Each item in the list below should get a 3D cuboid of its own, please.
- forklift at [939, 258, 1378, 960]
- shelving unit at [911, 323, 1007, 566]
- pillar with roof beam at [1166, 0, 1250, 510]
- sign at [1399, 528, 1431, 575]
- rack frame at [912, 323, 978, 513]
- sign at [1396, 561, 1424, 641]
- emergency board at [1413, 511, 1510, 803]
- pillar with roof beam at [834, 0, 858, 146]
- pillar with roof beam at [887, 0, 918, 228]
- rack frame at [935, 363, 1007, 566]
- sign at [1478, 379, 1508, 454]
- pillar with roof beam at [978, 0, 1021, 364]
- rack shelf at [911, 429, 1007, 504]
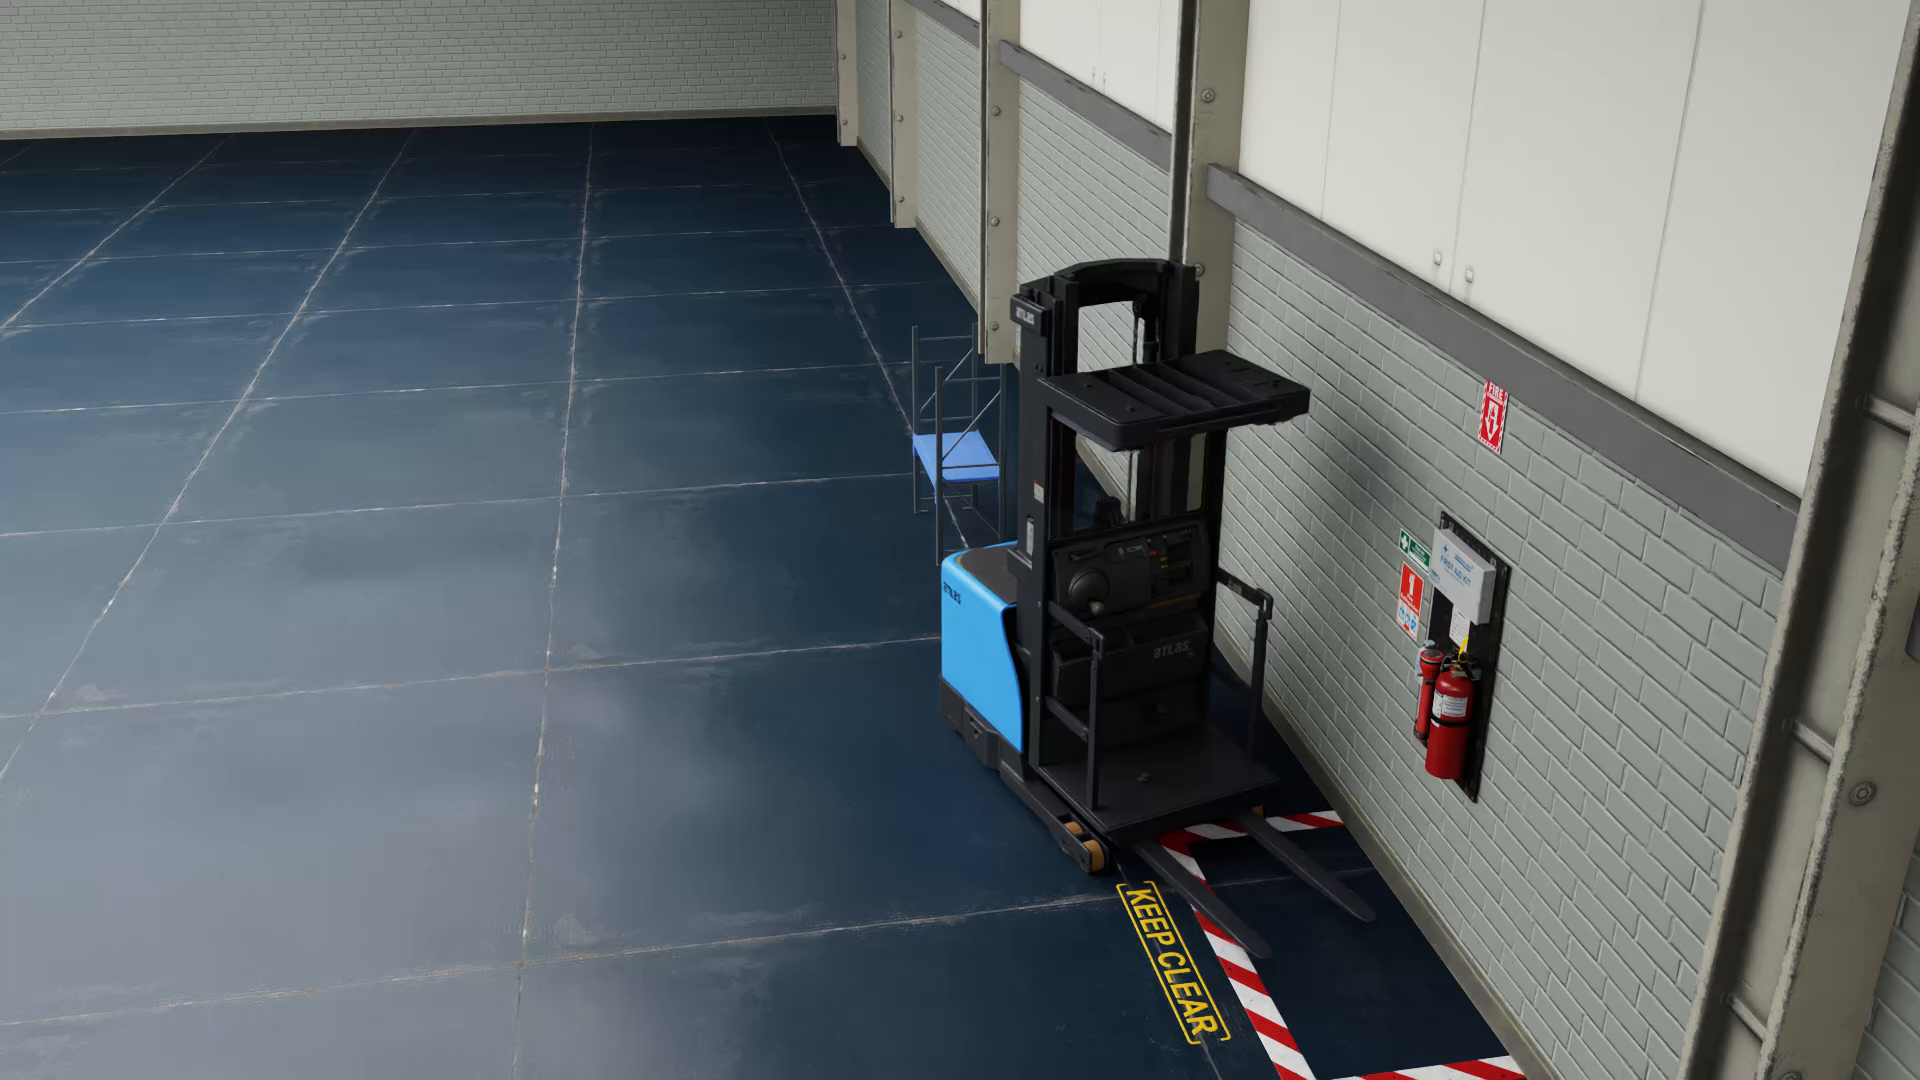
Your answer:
[{"bbox_3d":[0.991,0.168,8.446,1.130,2.935,3.031,-11,26,-24],"label":"forklift"},{"bbox_3d":[-0.016,-0.721,12.269,0.538,1.500,1.048,-4,24,-10],"label":"shelving unit"},{"bbox_3d":[-2.749,-3.280,8.759,9.100,9.000,0.400,-4,24,-10],"label":"pillar with roof beam"},{"bbox_3d":[2.163,0.054,7.915,0.001,0.109,0.331,-4,24,-10],"label":"sign"},{"bbox_3d":[-0.110,-0.921,12.727,0.500,1.500,0.032,-4,24,-10],"label":"rack frame"},{"bbox_3d":[2.171,0.294,8.026,0.001,0.329,0.234,-4,24,-10],"label":"sign"},{"bbox_3d":[2.172,0.536,7.518,0.194,1.169,0.643,-4,24,-10],"label":"emergency board"},{"bbox_3d":[-6.077,-10.360,24.970,9.100,9.000,0.400,-4,24,-10],"label":"pillar with roof beam"},{"bbox_3d":[-4.968,-8.000,19.567,9.100,9.000,0.400,-4,24,-10],"label":"pillar with roof beam"},{"bbox_3d":[0.078,-0.521,11.811,0.500,1.500,0.032,-4,24,-10],"label":"rack frame"},{"bbox_3d":[2.268,-0.537,7.078,0.001,0.298,0.199,-4,24,-10],"label":"sign"},{"bbox_3d":[-3.858,-5.640,14.163,9.100,9.000,0.400,-4,24,-10],"label":"pillar with roof beam"},{"bbox_3d":[-0.016,-0.556,12.341,0.538,0.185,1.000,-4,24,-10],"label":"rack shelf"}]
